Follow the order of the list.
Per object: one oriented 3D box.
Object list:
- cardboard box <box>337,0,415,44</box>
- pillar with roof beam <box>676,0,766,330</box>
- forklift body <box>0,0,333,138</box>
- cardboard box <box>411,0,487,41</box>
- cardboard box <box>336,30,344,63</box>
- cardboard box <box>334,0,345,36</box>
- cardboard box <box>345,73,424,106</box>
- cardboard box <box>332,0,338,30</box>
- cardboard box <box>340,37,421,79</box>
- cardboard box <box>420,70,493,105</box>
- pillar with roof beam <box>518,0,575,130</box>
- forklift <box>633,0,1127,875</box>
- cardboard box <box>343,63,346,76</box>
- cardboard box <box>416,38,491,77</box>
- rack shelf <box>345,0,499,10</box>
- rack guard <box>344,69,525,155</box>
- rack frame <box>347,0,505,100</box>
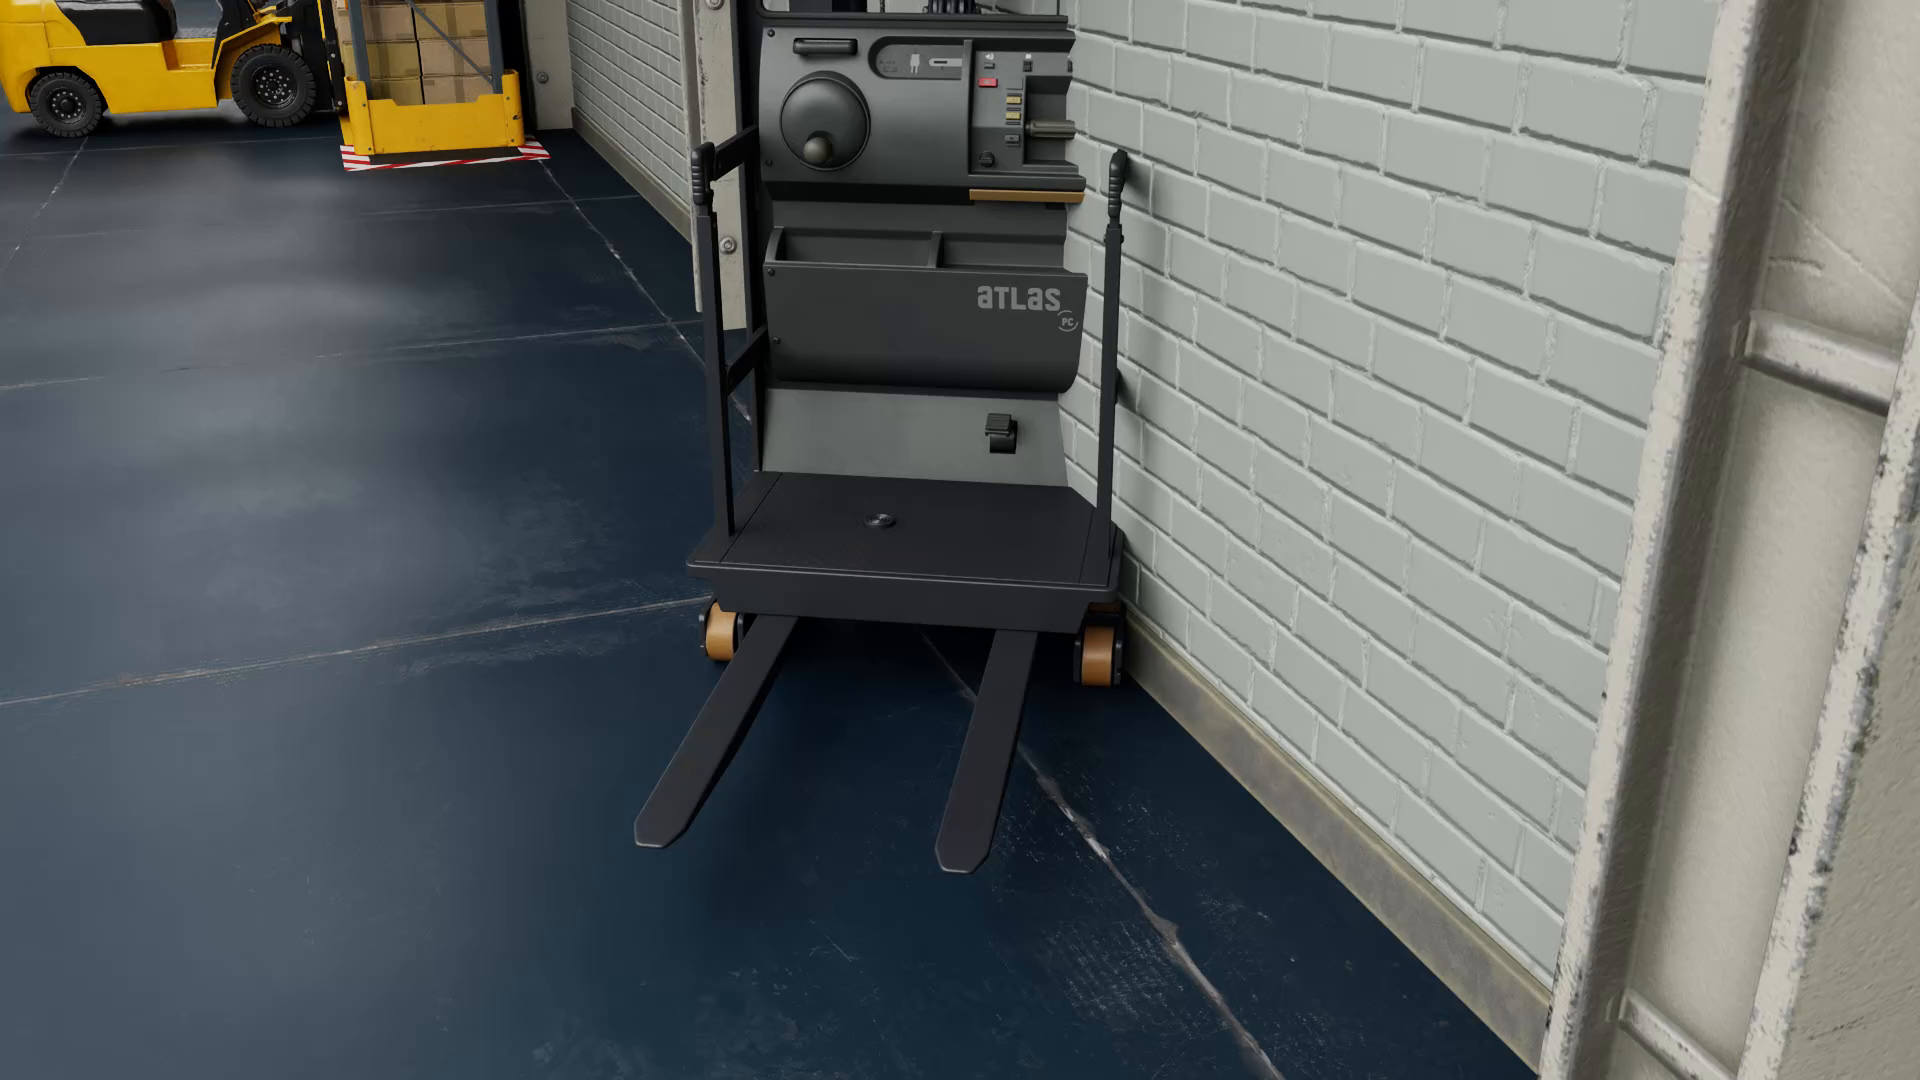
[{"bbox_3d":[-4.201,-3.733,11.957,0.500,0.250,0.500,-8,24,-17],"label":"cardboard box"},{"bbox_3d":[-5.057,-4.592,4.558,9.100,9.000,0.400,-8,24,-19],"label":"pillar with roof beam"},{"bbox_3d":[-6.123,-4.269,12.609,2.313,2.155,1.214,-8,24,-19],"label":"forklift body"},{"bbox_3d":[-3.739,-3.809,12.138,0.500,0.250,0.500,-9,24,-20],"label":"cardboard box"},{"bbox_3d":[-4.580,-3.881,12.951,0.500,0.250,0.500,-9,24,-20],"label":"cardboard box"},{"bbox_3d":[-4.386,-3.918,12.395,0.500,0.250,0.500,-8,24,-18],"label":"cardboard box"},{"bbox_3d":[-4.208,-3.275,12.158,0.500,0.250,0.500,-8,24,-19],"label":"cardboard box"},{"bbox_3d":[-4.574,-4.100,12.827,0.500,0.250,0.500,-8,24,-18],"label":"cardboard box"},{"bbox_3d":[-4.211,-3.512,12.077,0.500,0.250,0.500,-9,24,-20],"label":"cardboard box"},{"bbox_3d":[-3.737,-3.353,12.343,0.500,0.250,0.500,-8,24,-19],"label":"cardboard box"},{"bbox_3d":[-7.176,-6.772,9.730,9.100,9.000,0.400,-8,24,-19],"label":"pillar with roof beam"},{"bbox_3d":[-0.090,-1.111,4.113,1.130,2.935,3.031,3,23,8],"label":"forklift"},{"bbox_3d":[-4.747,-3.826,13.464,0.500,0.250,0.500,-8,24,-17],"label":"cardboard box"},{"bbox_3d":[-3.718,-3.577,12.232,0.500,0.250,0.500,-8,24,-18],"label":"cardboard box"},{"bbox_3d":[-4.453,-4.616,13.267,1.077,0.370,4.000,-8,24,-19],"label":"rack shelf"},{"bbox_3d":[-3.738,-3.061,11.868,1.175,0.500,0.348,-8,24,-19],"label":"rack guard"},{"bbox_3d":[-3.746,-4.221,11.403,1.000,3.000,0.127,-8,24,-19],"label":"rack frame"}]
